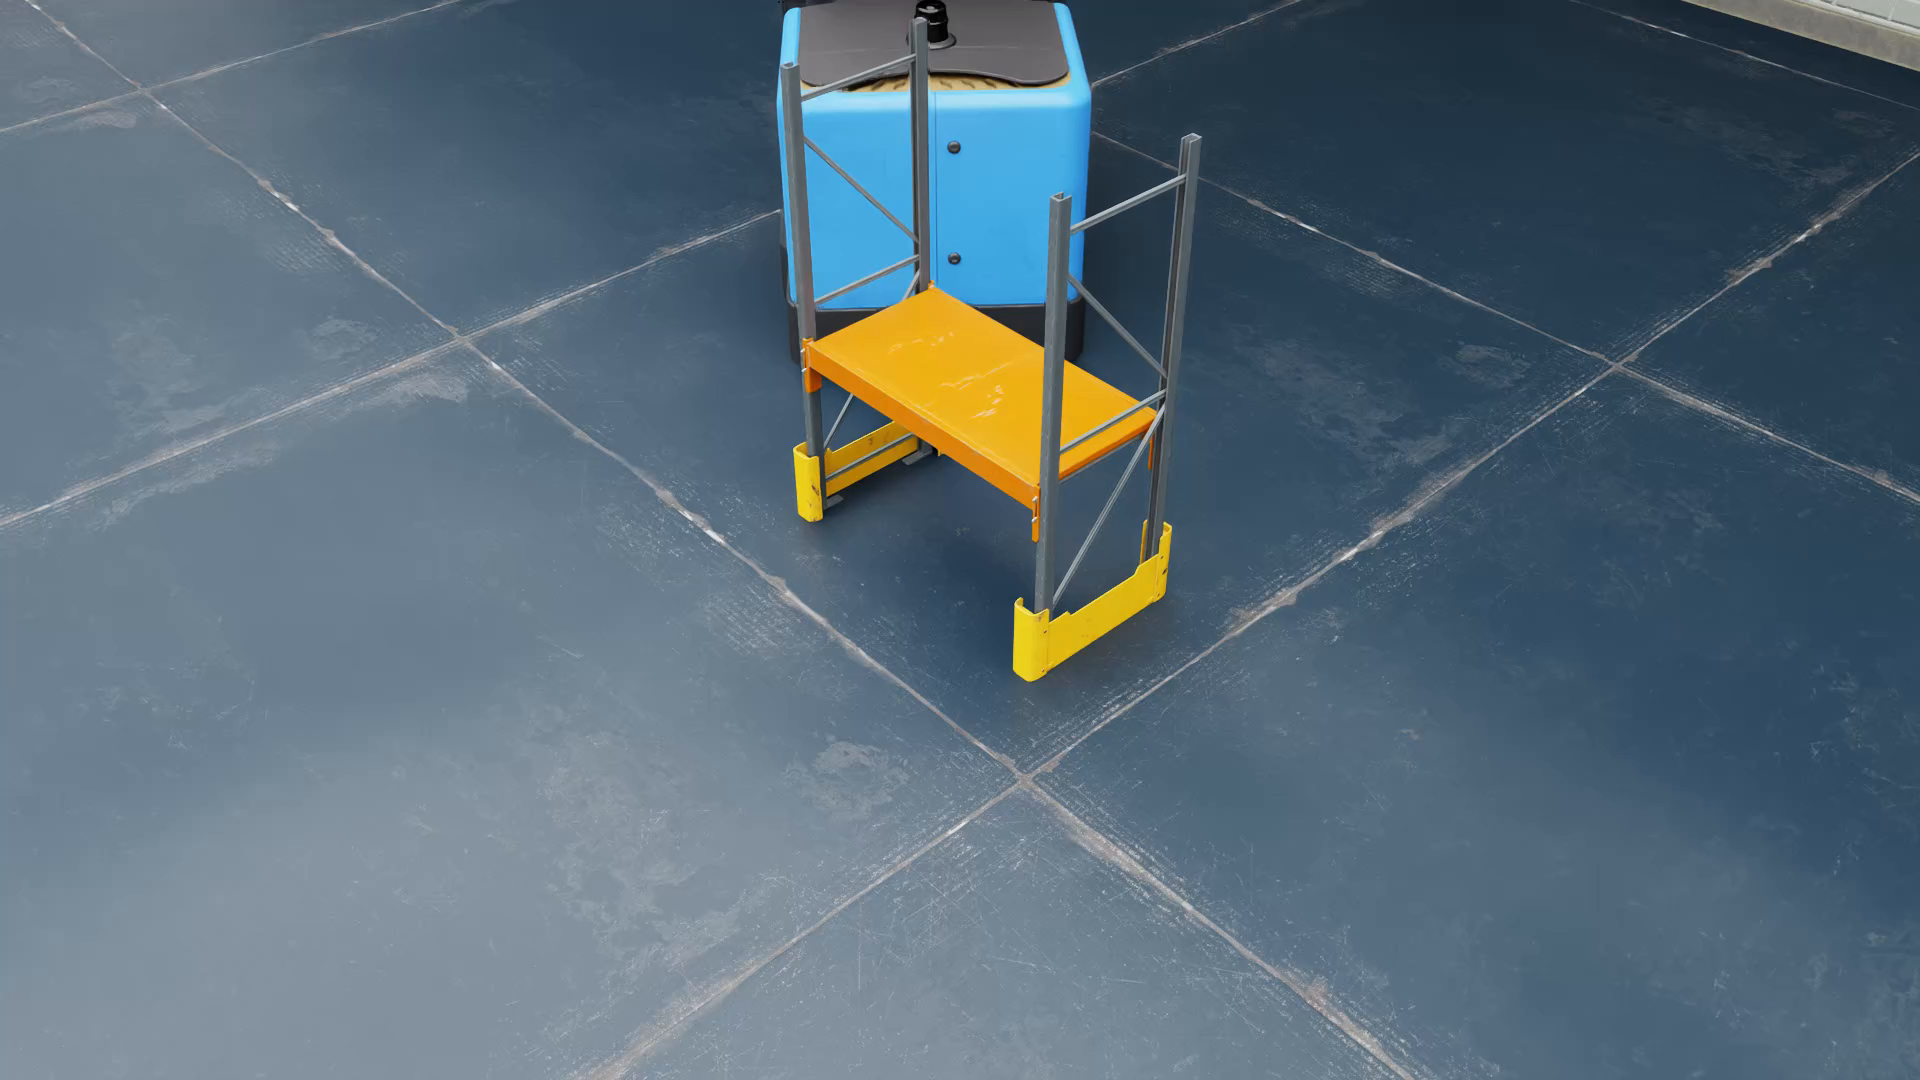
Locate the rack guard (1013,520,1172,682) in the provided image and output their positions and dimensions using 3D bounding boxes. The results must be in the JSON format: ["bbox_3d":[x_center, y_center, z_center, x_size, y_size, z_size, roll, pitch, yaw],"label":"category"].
[{"bbox_3d":[0.388,0.169,4.842,0.587,0.250,0.087,-30,48,-32],"label":"rack guard"}]

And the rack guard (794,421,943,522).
[{"bbox_3d":[-0.285,-0.292,5.413,0.587,0.250,0.087,-30,48,-32],"label":"rack guard"}]

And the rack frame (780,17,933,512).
[{"bbox_3d":[-0.286,-0.779,5.021,0.500,1.500,0.032,-30,48,-32],"label":"rack frame"}]

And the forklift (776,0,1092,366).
[{"bbox_3d":[-0.150,-2.649,6.197,1.130,2.935,3.031,-2,39,-2],"label":"forklift"}]

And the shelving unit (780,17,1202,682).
[{"bbox_3d":[0.052,-0.548,4.735,0.587,1.500,1.083,-30,48,-32],"label":"shelving unit"}]

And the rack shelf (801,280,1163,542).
[{"bbox_3d":[0.058,-0.404,4.843,0.538,0.185,1.000,-30,48,-32],"label":"rack shelf"}]

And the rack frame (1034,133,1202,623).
[{"bbox_3d":[0.402,-0.309,4.439,0.500,1.500,0.032,-30,48,-32],"label":"rack frame"}]
